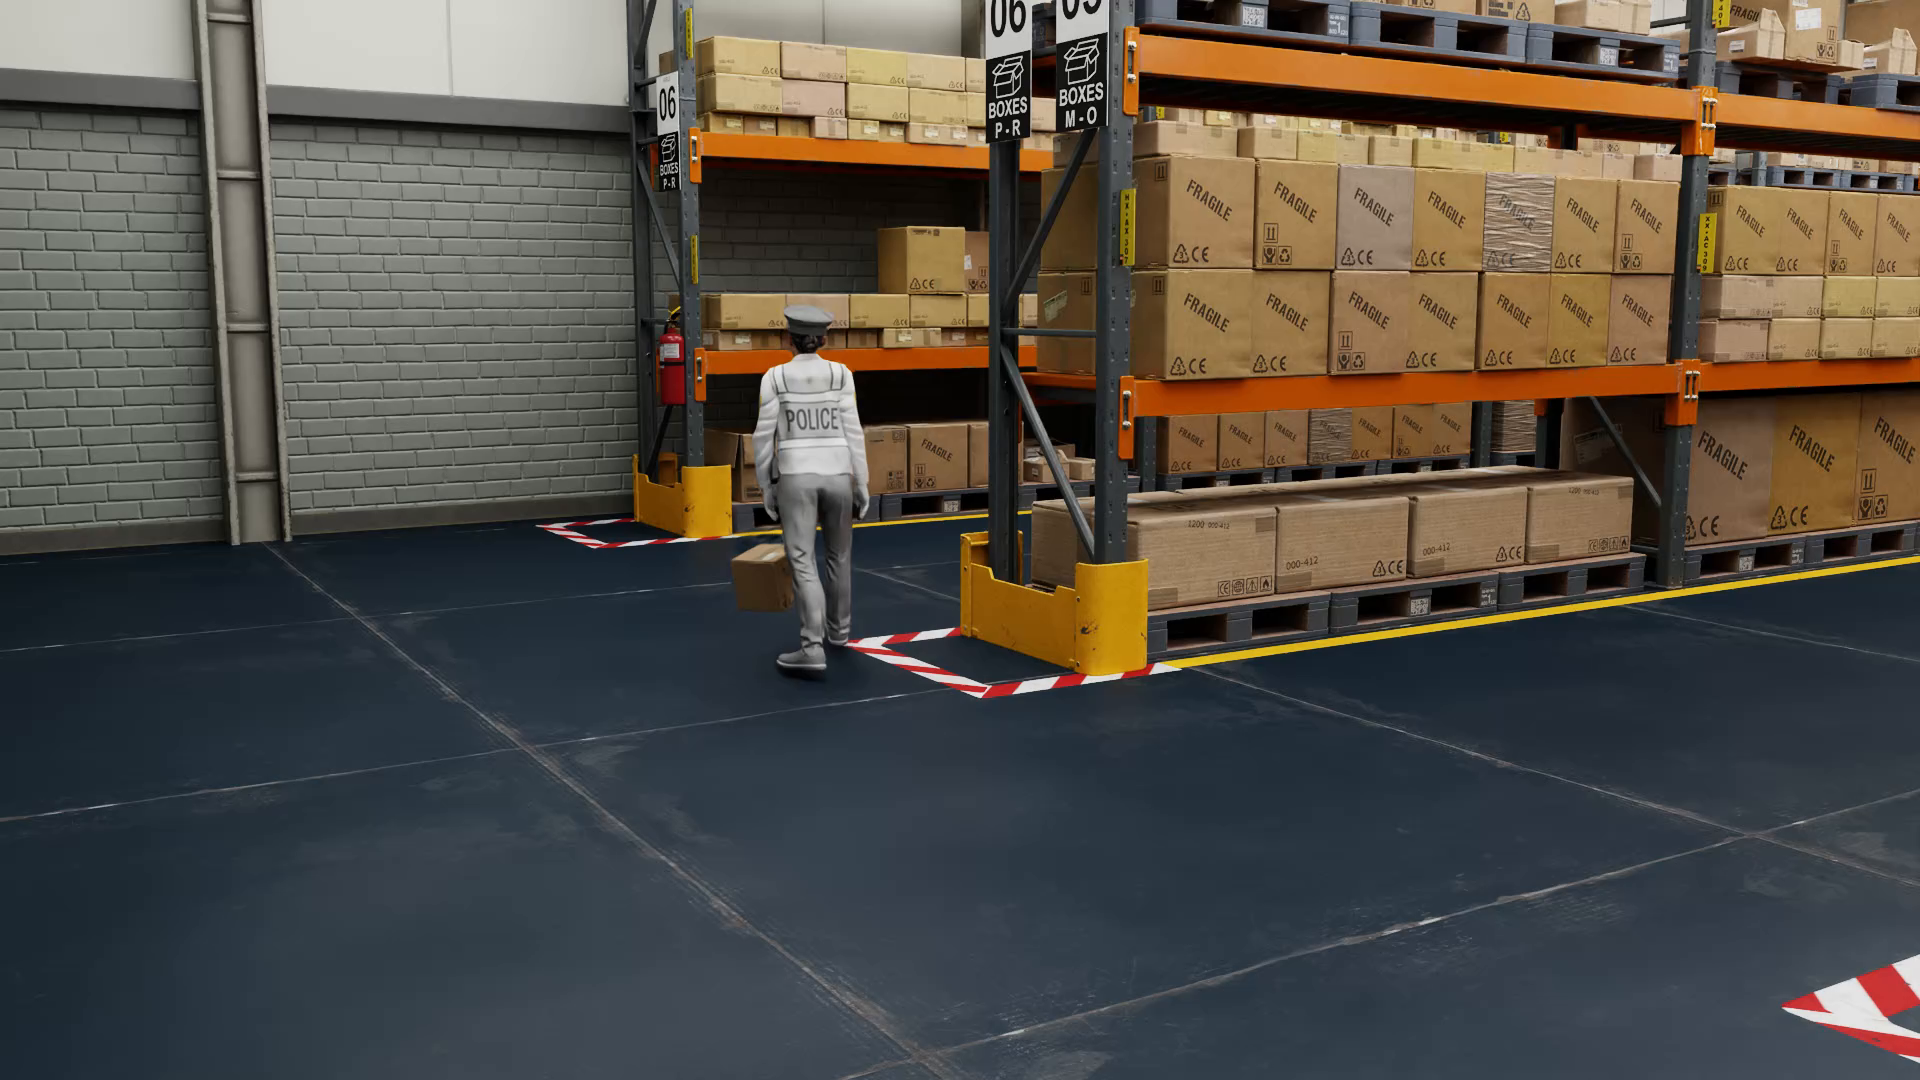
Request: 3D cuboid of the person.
[{"bbox_3d":[-0.692,-0.265,7.651,0.524,1.624,0.913,-2,9,-14],"label":"person"}]
